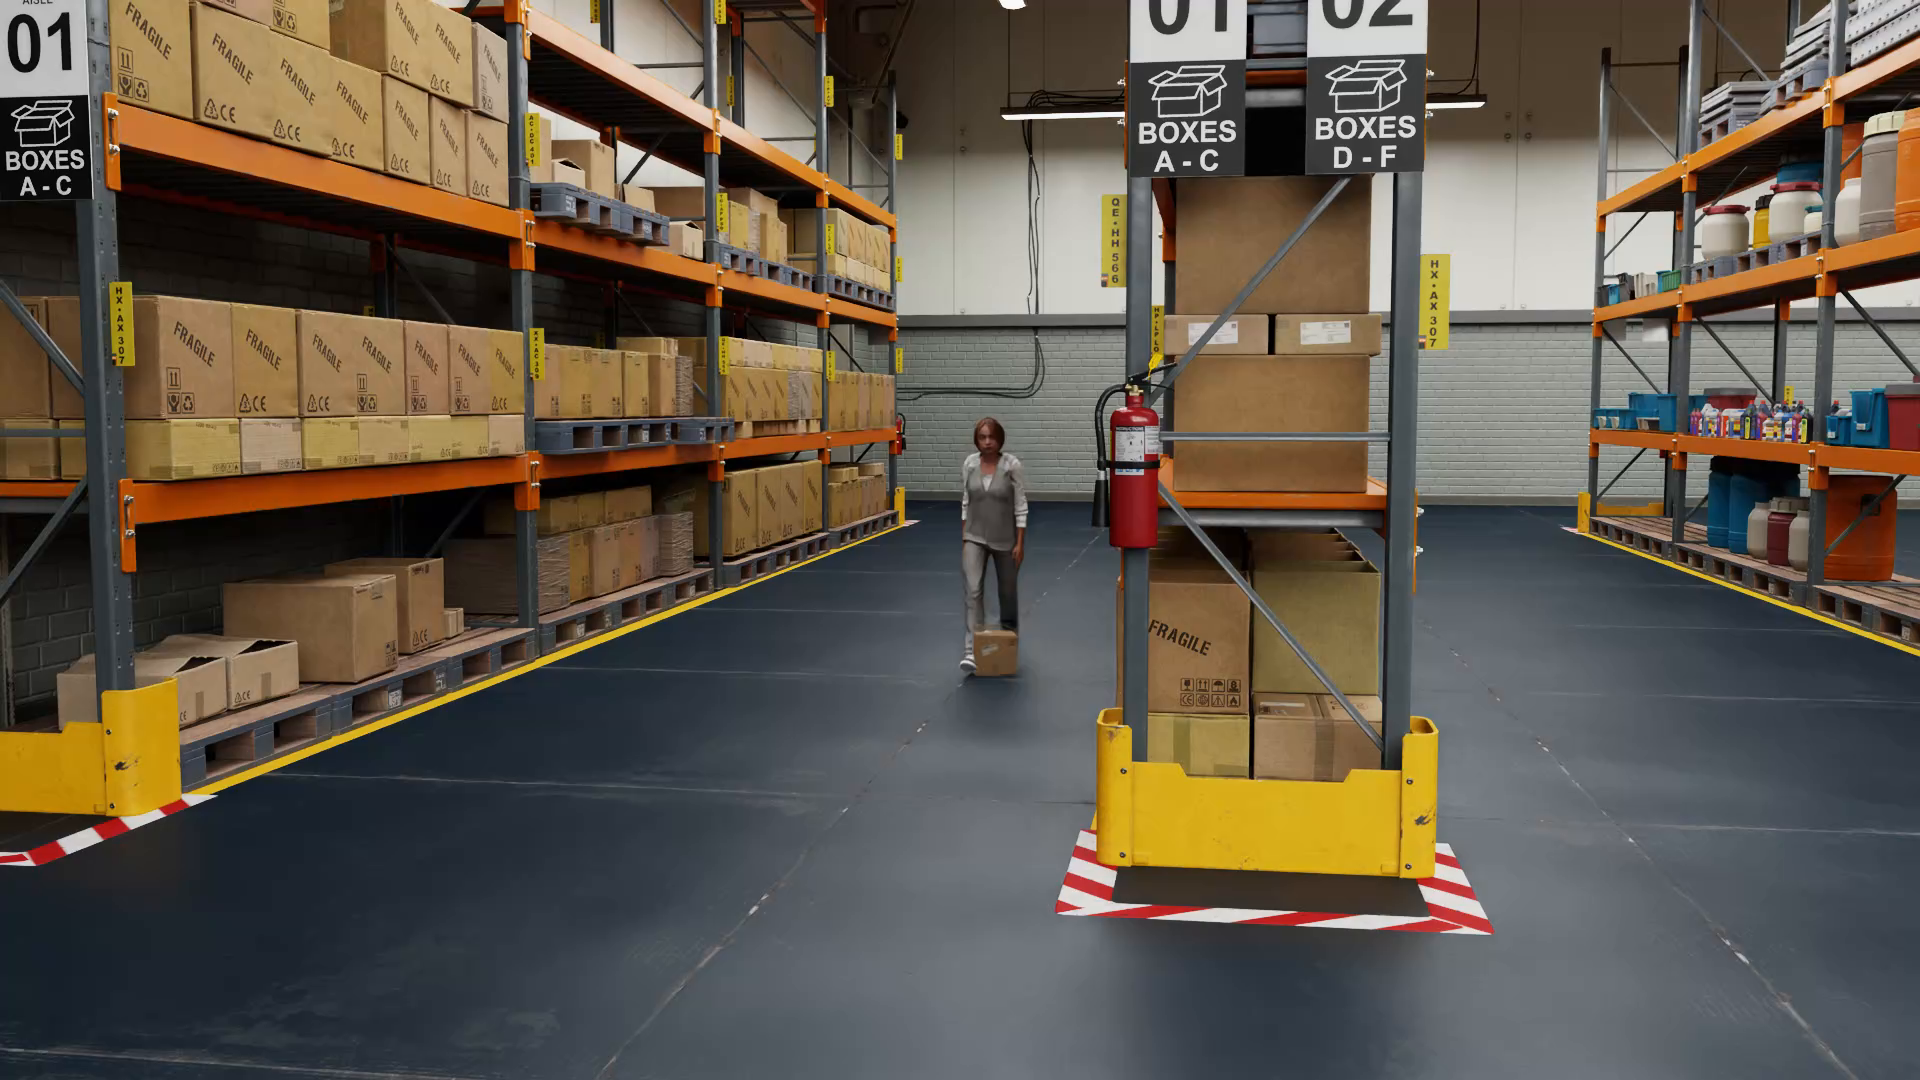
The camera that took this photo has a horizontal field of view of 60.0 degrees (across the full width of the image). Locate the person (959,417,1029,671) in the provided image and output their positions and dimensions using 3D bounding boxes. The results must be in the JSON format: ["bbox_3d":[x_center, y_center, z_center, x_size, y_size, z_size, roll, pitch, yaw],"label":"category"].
[{"bbox_3d":[0.217,0.010,10.222,0.419,1.533,1.020,1,5,7],"label":"person"}]
